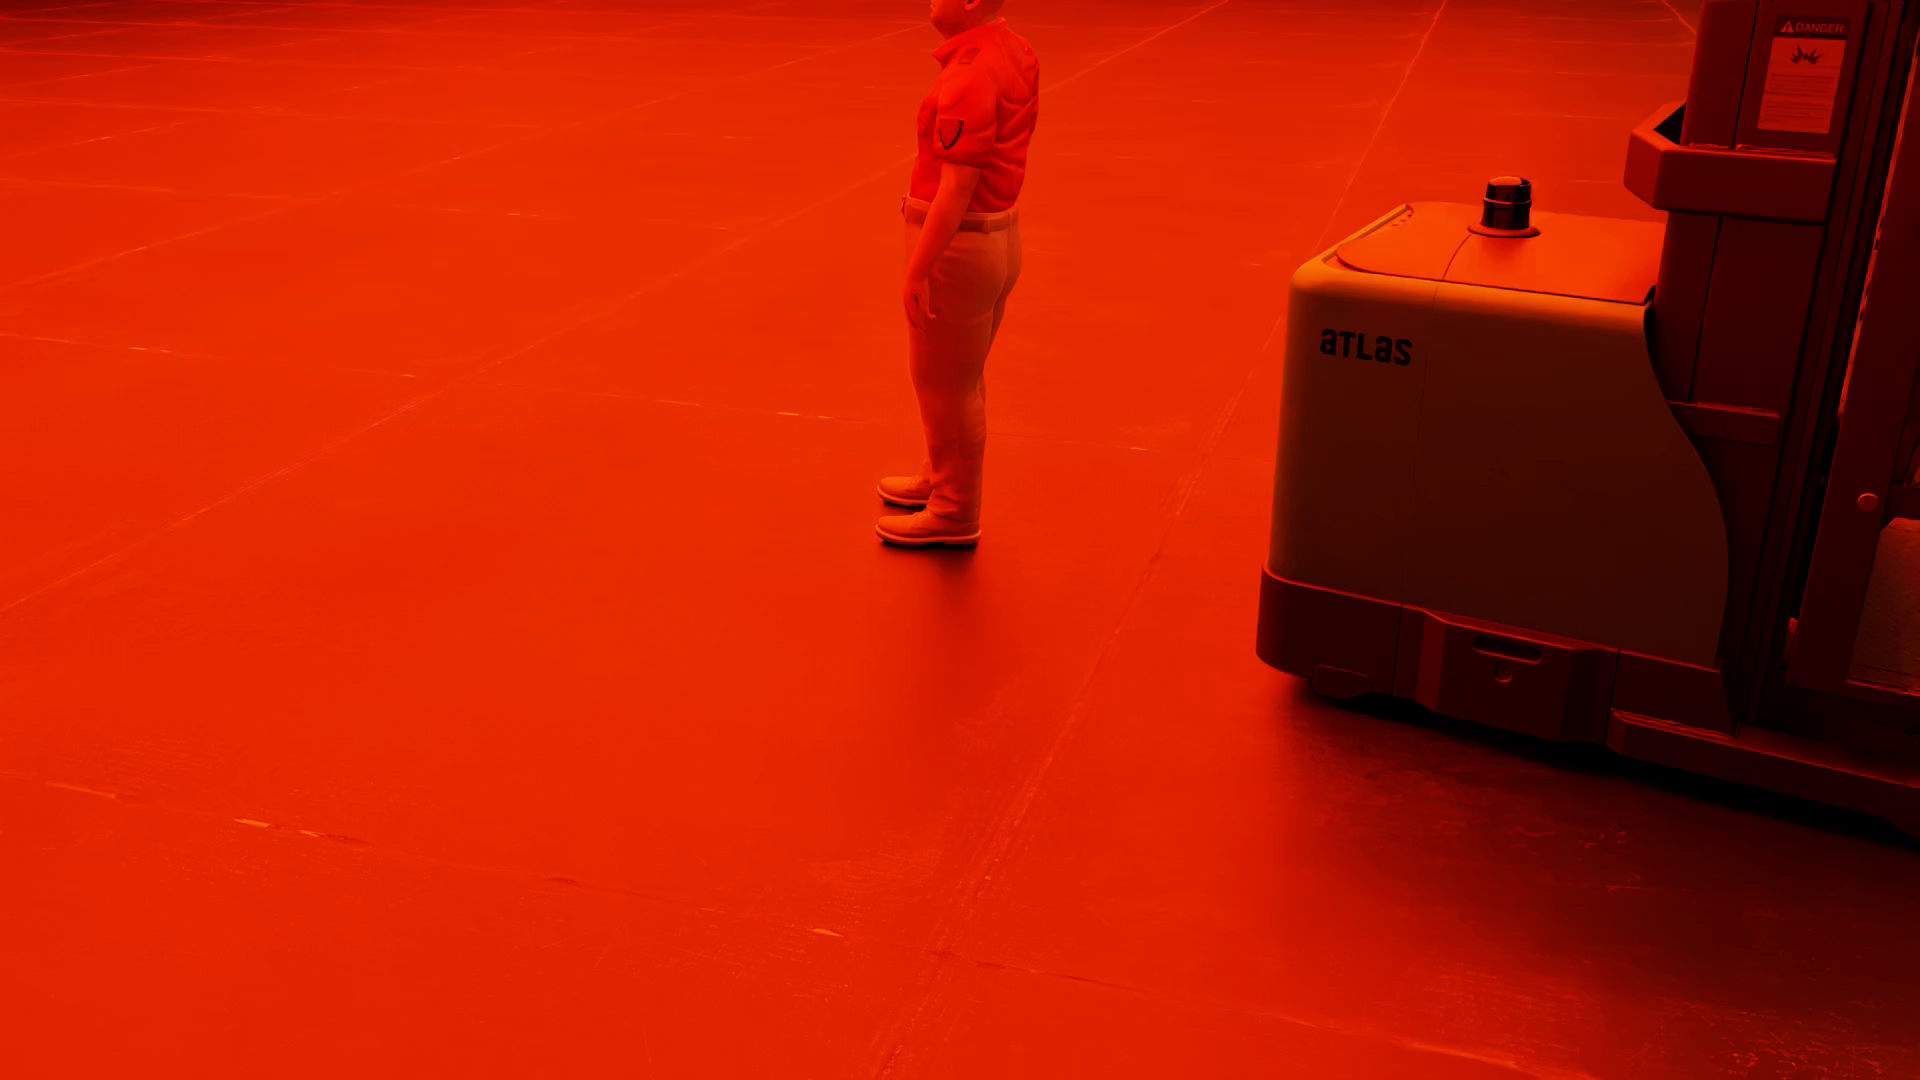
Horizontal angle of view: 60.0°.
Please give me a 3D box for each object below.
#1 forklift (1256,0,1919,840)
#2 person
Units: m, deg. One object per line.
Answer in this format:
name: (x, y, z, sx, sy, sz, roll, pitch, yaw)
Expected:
forklift: (2.290, -0.871, 3.389, 3.031, 2.935, 1.130, 12, 25, 27)
person: (-0.082, -0.819, 4.823, 0.550, 1.724, 0.641, 7, 23, 16)
